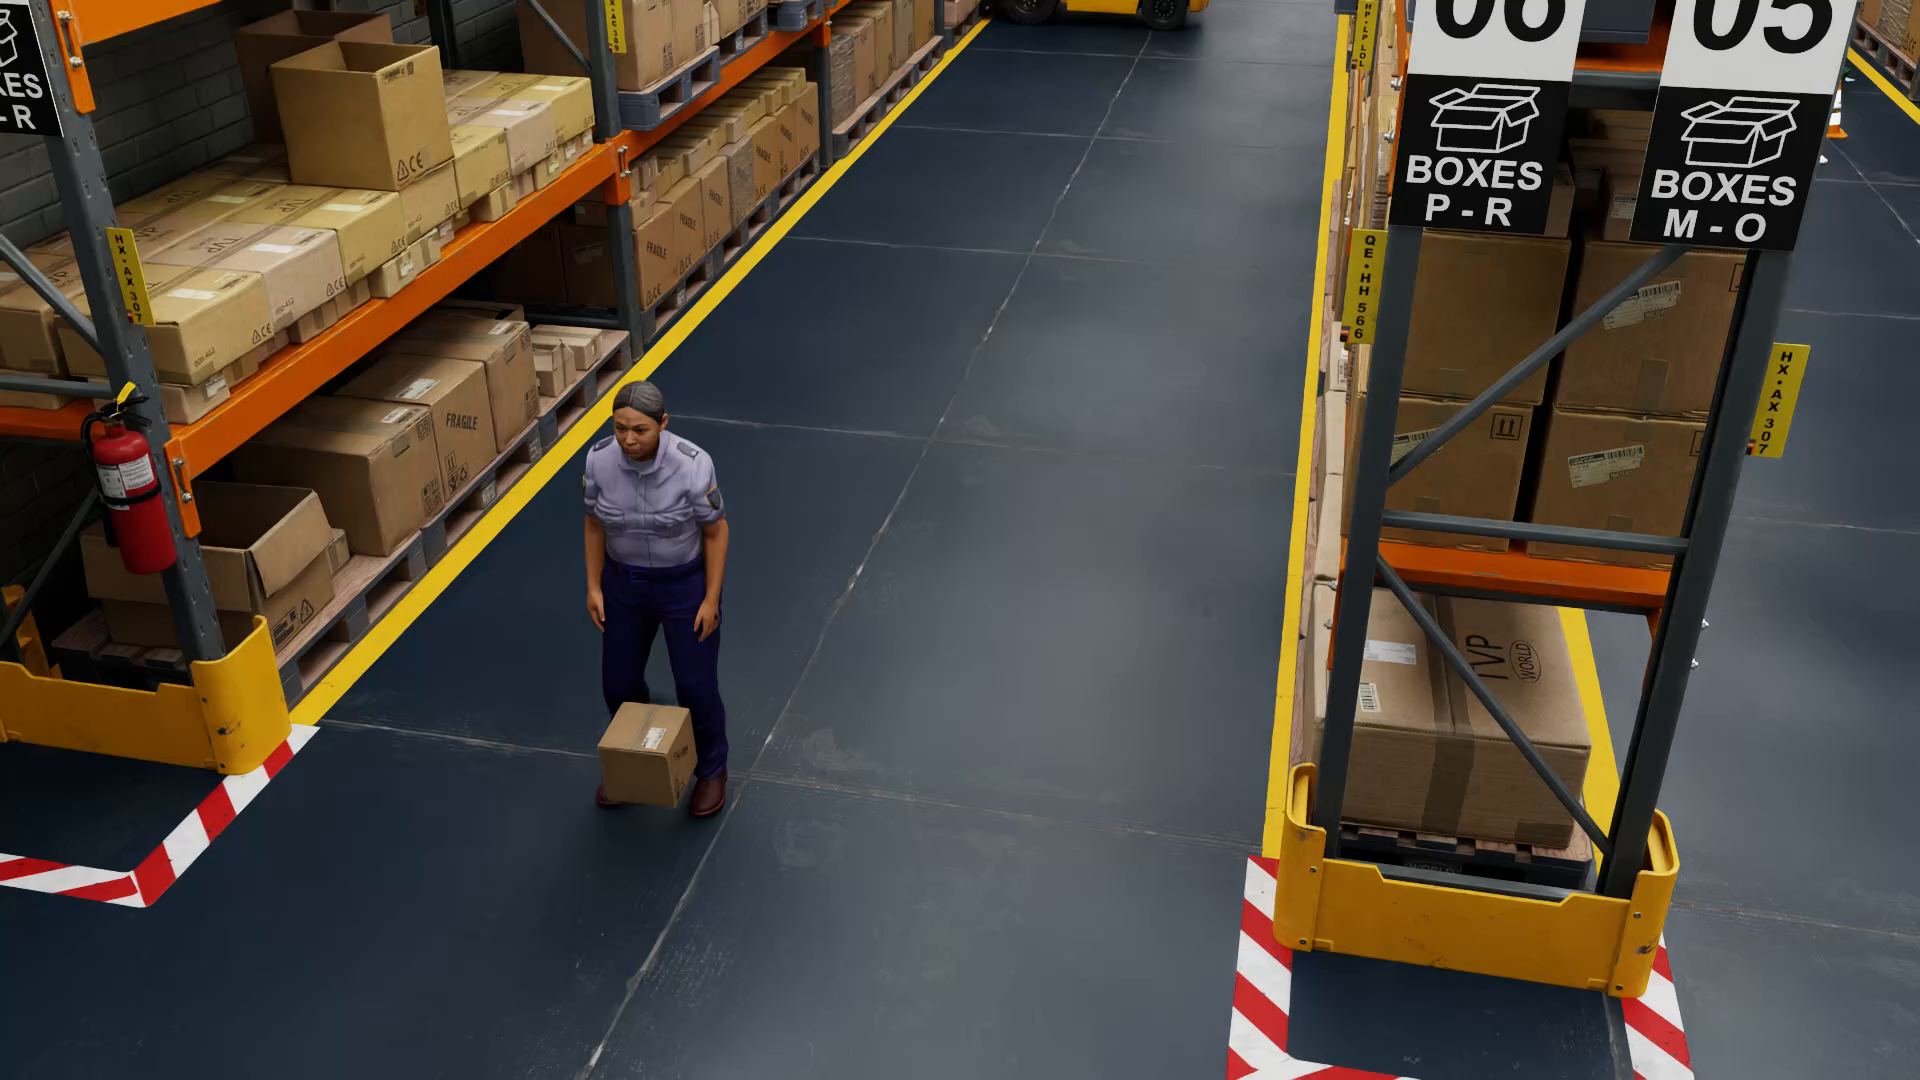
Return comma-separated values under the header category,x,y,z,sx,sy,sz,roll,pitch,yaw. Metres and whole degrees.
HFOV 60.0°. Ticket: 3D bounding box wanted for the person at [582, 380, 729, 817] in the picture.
category,x,y,z,sx,sy,sz,roll,pitch,yaw
person,-1.057,0.189,5.790,0.532,1.654,0.368,5,29,9
